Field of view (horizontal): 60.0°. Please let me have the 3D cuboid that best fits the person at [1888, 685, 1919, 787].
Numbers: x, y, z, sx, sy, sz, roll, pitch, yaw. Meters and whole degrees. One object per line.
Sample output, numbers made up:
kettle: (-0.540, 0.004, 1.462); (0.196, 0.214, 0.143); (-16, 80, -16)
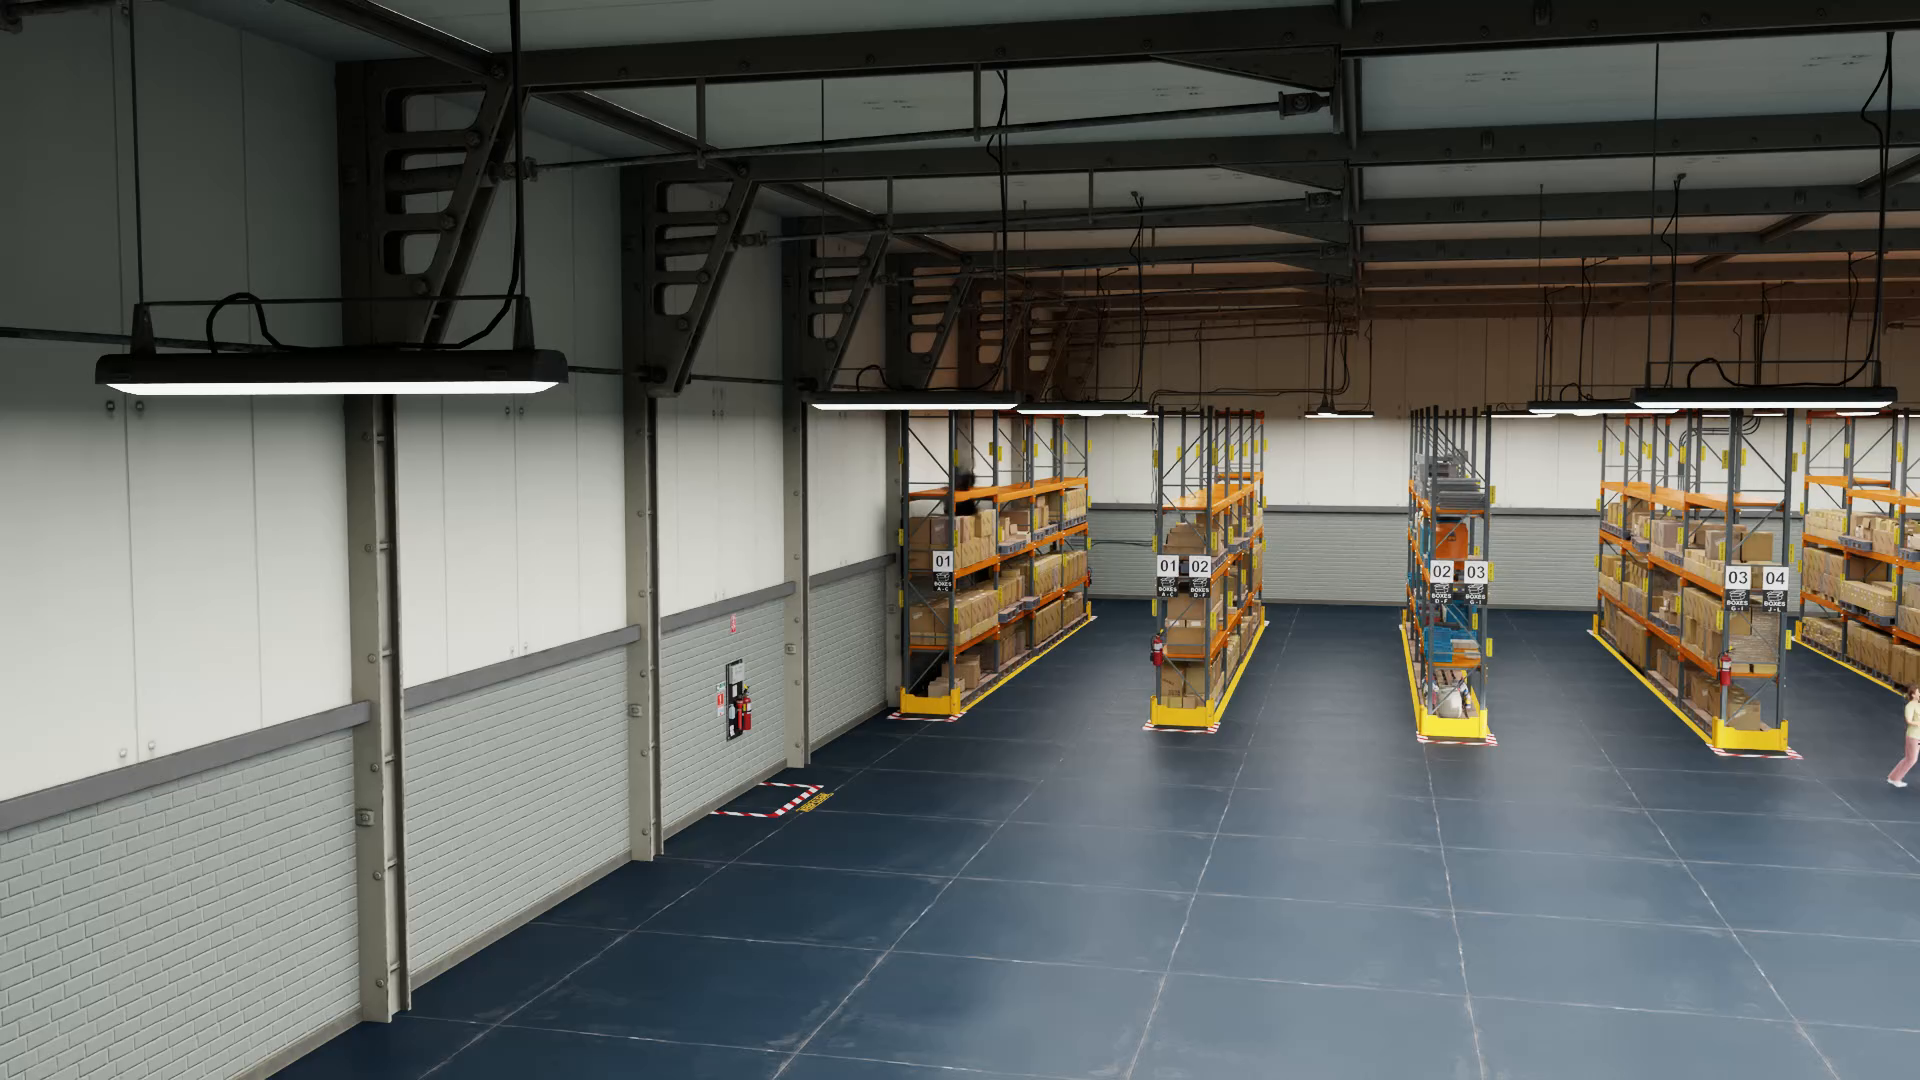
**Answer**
person: (14.738, 3.070, 25.646); (0.579, 1.697, 0.711); (-2, 5, -31)
